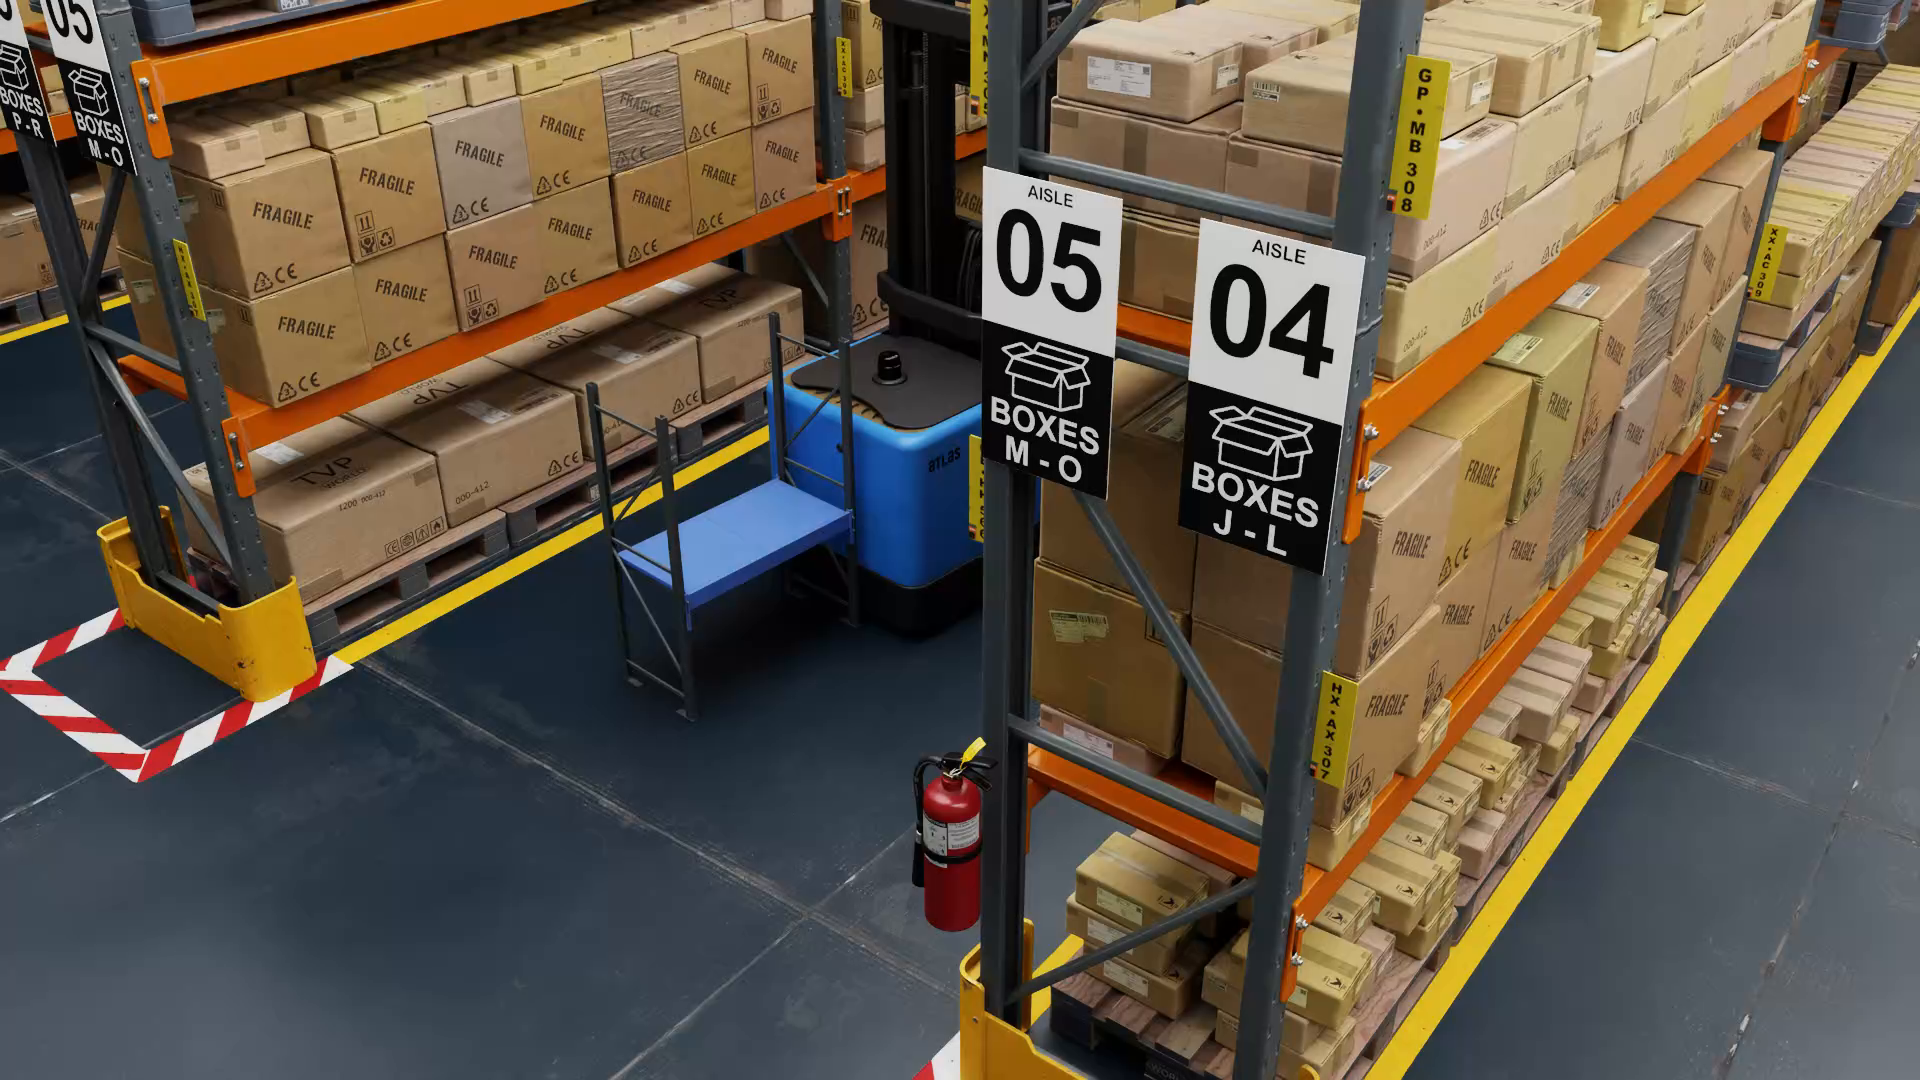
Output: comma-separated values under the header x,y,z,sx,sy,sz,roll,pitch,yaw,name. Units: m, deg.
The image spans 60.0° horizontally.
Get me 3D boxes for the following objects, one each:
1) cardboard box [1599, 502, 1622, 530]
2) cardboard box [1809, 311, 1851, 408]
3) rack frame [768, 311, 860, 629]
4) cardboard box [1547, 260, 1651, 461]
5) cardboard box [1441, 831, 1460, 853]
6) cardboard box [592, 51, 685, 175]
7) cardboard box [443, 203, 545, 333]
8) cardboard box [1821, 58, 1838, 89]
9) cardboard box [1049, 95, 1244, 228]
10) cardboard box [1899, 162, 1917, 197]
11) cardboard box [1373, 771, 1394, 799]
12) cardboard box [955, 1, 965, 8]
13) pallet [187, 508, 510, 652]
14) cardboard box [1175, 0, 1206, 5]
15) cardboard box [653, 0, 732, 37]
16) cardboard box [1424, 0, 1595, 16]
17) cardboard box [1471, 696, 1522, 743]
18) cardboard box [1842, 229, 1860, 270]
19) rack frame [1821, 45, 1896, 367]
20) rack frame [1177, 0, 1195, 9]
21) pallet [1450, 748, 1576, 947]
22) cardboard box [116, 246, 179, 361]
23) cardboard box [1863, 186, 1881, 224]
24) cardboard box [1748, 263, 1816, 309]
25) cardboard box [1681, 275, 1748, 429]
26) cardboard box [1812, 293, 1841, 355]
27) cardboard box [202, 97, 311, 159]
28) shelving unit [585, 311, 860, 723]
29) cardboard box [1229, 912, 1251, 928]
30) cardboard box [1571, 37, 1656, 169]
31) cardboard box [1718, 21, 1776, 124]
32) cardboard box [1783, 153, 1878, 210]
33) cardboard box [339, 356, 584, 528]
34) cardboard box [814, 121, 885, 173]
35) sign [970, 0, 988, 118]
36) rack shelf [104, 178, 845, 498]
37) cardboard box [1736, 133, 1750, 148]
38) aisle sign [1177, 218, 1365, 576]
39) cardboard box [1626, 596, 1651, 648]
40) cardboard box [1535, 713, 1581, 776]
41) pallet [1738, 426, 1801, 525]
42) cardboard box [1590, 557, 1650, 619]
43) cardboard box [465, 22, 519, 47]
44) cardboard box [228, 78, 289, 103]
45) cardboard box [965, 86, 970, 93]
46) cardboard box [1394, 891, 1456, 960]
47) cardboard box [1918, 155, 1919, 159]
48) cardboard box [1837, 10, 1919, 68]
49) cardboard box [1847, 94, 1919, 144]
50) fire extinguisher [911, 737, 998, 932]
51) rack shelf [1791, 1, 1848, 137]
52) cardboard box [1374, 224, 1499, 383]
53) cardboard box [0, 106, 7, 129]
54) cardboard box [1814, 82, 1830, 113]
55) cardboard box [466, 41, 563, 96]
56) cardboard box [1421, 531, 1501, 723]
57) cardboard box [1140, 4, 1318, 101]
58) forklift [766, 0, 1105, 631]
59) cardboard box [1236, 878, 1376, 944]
x,y,z,sx,sy,sz,roll,pitch,yaw,name
2.333,-0.203,6.397,0.380,0.149,0.250,19,36,29,cardboard box
4.821,-1.118,9.734,0.500,0.500,0.500,23,38,33,cardboard box
-0.677,-0.309,7.800,0.500,1.500,0.032,25,39,35,rack frame
1.916,-0.640,5.518,0.500,0.500,0.500,20,36,30,cardboard box
1.631,1.037,6.151,0.380,0.149,0.250,19,36,29,cardboard box
-1.773,-2.210,8.458,0.500,0.500,0.500,22,37,32,cardboard box
-2.387,-1.366,8.015,0.500,0.500,0.500,21,37,31,cardboard box
4.890,-2.769,9.731,0.380,0.149,0.250,21,37,31,cardboard box
0.572,-1.025,4.252,0.500,0.250,0.500,20,36,30,cardboard box
4.935,-1.996,9.010,0.380,0.149,0.250,21,36,31,cardboard box
1.075,0.642,4.970,0.380,0.149,0.250,23,37,33,cardboard box
-0.316,-3.206,10.138,0.500,0.500,0.500,21,37,31,cardboard box
-3.090,0.050,8.459,1.003,0.211,1.213,21,37,31,pallet
1.663,-4.200,12.730,0.380,0.149,0.250,19,35,29,cardboard box
-1.432,-2.784,8.790,0.380,0.149,0.250,21,37,31,cardboard box
1.483,-1.414,4.518,0.380,0.149,0.250,22,37,33,cardboard box
1.938,0.690,6.444,0.380,0.149,0.250,21,37,31,cardboard box
4.139,-1.456,8.099,0.380,0.149,0.250,19,36,29,cardboard box
5.326,-2.570,10.145,1.000,3.000,0.127,21,37,31,rack frame
1.319,-4.053,12.646,1.000,3.000,0.127,21,37,31,rack frame
1.798,1.037,6.793,1.003,0.211,1.213,21,37,31,pallet
-3.430,-1.122,7.602,0.500,0.500,0.500,21,37,32,cardboard box
4.304,-1.699,8.217,0.380,0.149,0.250,20,36,31,cardboard box
3.516,-1.164,7.314,0.380,0.149,0.250,22,37,32,cardboard box
2.845,-0.832,6.822,0.500,0.500,0.500,21,37,31,cardboard box
4.507,-1.229,9.186,0.500,0.250,0.500,22,37,32,cardboard box
-2.974,-1.741,7.030,0.380,0.149,0.250,22,37,32,cardboard box
-1.020,-0.117,7.477,0.538,1.500,1.048,25,39,35,shelving unit
0.951,1.232,6.113,0.380,0.149,0.250,21,37,31,cardboard box
1.598,-1.272,4.669,0.500,0.250,0.500,22,37,32,cardboard box
2.520,-1.688,5.862,0.500,0.250,0.500,21,37,31,cardboard box
4.143,-1.715,7.953,0.380,0.149,0.250,21,36,31,cardboard box
-2.646,-0.553,8.842,0.875,0.438,0.875,22,37,33,cardboard box
-0.620,-2.460,10.106,0.500,0.250,0.500,20,36,30,cardboard box
0.067,-1.169,3.970,0.100,0.325,0.005,21,37,31,sign
-2.303,-1.304,8.715,1.077,0.370,4.000,21,37,31,rack shelf
3.786,-2.026,8.477,0.380,0.149,0.250,19,36,29,cardboard box
0.692,-0.315,3.790,0.394,0.787,0.004,21,37,31,aisle sign
2.822,0.313,7.372,0.380,0.149,0.250,19,36,29,cardboard box
2.322,0.786,6.866,0.380,0.149,0.250,21,37,31,cardboard box
4.117,-0.560,9.488,1.003,0.211,1.213,21,37,31,pallet
2.782,0.186,7.295,0.380,0.149,0.250,22,37,32,cardboard box
-2.428,-2.517,8.341,0.380,0.149,0.250,21,37,31,cardboard box
-3.231,-2.002,7.471,0.380,0.149,0.250,21,36,31,cardboard box
0.013,-3.087,10.673,0.500,0.250,0.500,22,37,32,cardboard box
1.547,1.308,5.985,0.380,0.149,0.250,22,37,32,cardboard box
5.075,-2.213,9.085,0.380,0.149,0.250,22,37,32,cardboard box
5.605,-3.223,10.167,0.700,0.500,0.500,21,37,31,cardboard box
4.926,-2.241,8.840,0.380,0.149,0.250,22,37,33,cardboard box
-0.023,0.835,4.840,0.296,0.674,0.183,21,37,31,fire extinguisher
4.119,-2.738,8.192,1.077,0.370,4.000,21,37,31,rack shelf
0.972,-0.648,4.107,0.500,0.250,0.500,23,37,33,cardboard box
-6.235,-2.777,10.739,0.380,0.149,0.250,20,36,30,cardboard box
4.875,-2.636,9.799,0.380,0.149,0.250,23,38,33,cardboard box
-2.106,-2.230,7.855,0.380,0.149,0.250,20,36,30,cardboard box
1.291,0.188,5.102,0.500,0.500,0.500,21,37,31,cardboard box
0.673,-1.233,4.213,0.380,0.149,0.250,22,37,32,cardboard box
0.420,-1.495,8.398,1.130,2.935,3.031,25,39,35,forklift
1.155,1.214,5.561,0.380,0.149,0.250,22,37,32,cardboard box
